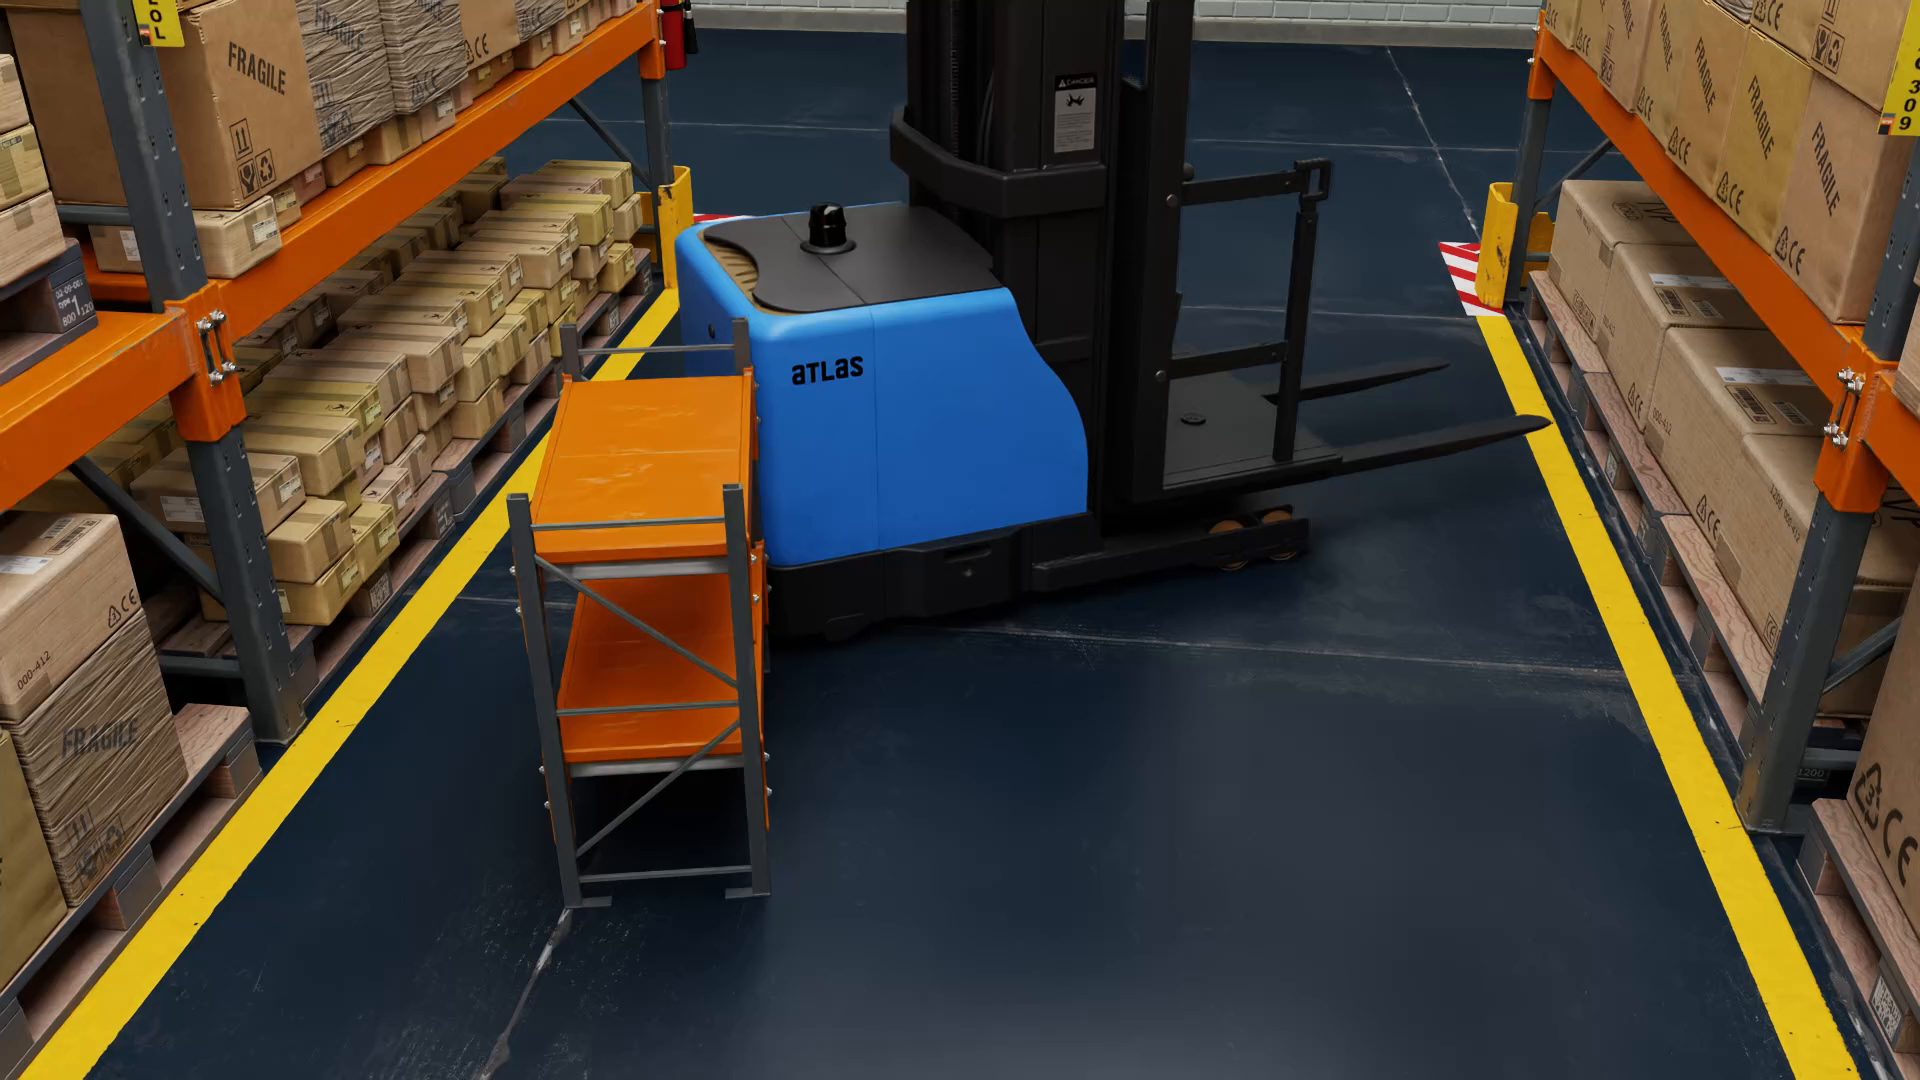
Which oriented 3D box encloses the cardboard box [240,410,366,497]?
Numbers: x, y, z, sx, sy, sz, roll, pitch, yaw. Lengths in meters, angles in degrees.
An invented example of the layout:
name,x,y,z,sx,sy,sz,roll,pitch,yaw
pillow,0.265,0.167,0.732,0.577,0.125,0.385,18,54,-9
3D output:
name,x,y,z,sx,sy,sz,roll,pitch,yaw
cardboard box,-2.035,-0.263,5.012,0.380,0.149,0.250,5,29,9

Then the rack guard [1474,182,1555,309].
name,x,y,z,sx,sy,sz,roll,pitch,yaw
rack guard,3.043,-1.349,7.727,1.175,0.500,0.348,3,28,6

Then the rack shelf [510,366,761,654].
name,x,y,z,sx,sy,sz,roll,pitch,yaw
rack shelf,-0.770,-0.107,4.146,0.538,0.278,1.000,-3,28,-5

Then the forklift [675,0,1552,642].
name,x,y,z,sx,sy,sz,roll,pitch,yaw
forklift,0.635,-1.409,5.274,3.031,2.935,1.130,-11,30,-19

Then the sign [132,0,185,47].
name,x,y,z,sx,sy,sz,roll,pitch,yaw
sign,-1.824,-1.275,3.732,0.100,0.325,0.005,3,28,6

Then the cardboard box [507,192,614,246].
name,x,y,z,sx,sy,sz,roll,pitch,yaw
cardboard box,-1.692,-1.362,7.051,0.380,0.149,0.250,3,28,5

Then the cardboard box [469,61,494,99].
name,x,y,z,sx,sy,sz,roll,pitch,yaw
cardboard box,-1.906,-1.671,5.953,0.380,0.149,0.250,4,29,7

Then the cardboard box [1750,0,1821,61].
name,x,y,z,sx,sy,sz,roll,pitch,yaw
cardboard box,2.404,-1.516,4.242,0.500,0.500,0.500,3,28,5

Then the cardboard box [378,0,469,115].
name,x,y,z,sx,sy,sz,roll,pitch,yaw
cardboard box,-1.913,-1.657,5.244,0.500,0.500,0.500,3,28,5

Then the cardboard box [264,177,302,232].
name,x,y,z,sx,sy,sz,roll,pitch,yaw
cardboard box,-2.058,-0.925,4.569,0.380,0.149,0.250,4,29,8

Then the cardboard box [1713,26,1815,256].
name,x,y,z,sx,sy,sz,roll,pitch,yaw
cardboard box,2.411,-1.075,4.477,0.500,0.500,0.500,3,28,5

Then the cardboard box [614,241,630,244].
name,x,y,z,sx,sy,sz,roll,pitch,yaw
cardboard box,-1.743,-1.348,7.653,0.380,0.149,0.250,4,29,7

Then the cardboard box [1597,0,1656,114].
name,x,y,z,sx,sy,sz,roll,pitch,yaw
cardboard box,2.582,-1.795,5.813,0.500,0.500,0.500,3,28,6

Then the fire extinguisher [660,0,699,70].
name,x,y,z,sx,sy,sz,roll,pitch,yaw
fire extinguisher,-1.396,-2.572,7.836,0.296,0.674,0.183,3,28,6

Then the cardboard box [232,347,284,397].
name,x,y,z,sx,sy,sz,roll,pitch,yaw
cardboard box,-2.465,-0.528,5.502,0.380,0.149,0.250,4,29,8

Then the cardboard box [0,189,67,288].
name,x,y,z,sx,sy,sz,roll,pitch,yaw
cardboard box,-2.227,-0.671,3.655,0.380,0.149,0.250,3,28,5

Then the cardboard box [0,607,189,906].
name,x,y,z,sx,sy,sz,roll,pitch,yaw
cardboard box,-2.216,0.483,3.883,0.500,0.500,0.500,3,28,5

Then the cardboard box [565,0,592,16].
name,x,y,z,sx,sy,sz,roll,pitch,yaw
cardboard box,-1.753,-2.385,6.595,0.500,0.500,0.500,3,28,5

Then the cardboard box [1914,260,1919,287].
name,x,y,z,sx,sy,sz,roll,pitch,yaw
cardboard box,2.216,-0.519,3.181,0.500,0.250,0.500,3,28,5

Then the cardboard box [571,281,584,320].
name,x,y,z,sx,sy,sz,roll,pitch,yaw
cardboard box,-1.809,-0.985,6.979,0.380,0.149,0.250,4,29,7

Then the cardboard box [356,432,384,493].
name,x,y,z,sx,sy,sz,roll,pitch,yaw
cardboard box,-2.077,-0.249,5.300,0.380,0.149,0.250,3,28,6

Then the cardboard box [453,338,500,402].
name,x,y,z,sx,sy,sz,roll,pitch,yaw
cardboard box,-1.890,-0.619,5.987,0.380,0.149,0.250,3,28,6

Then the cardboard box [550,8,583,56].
name,x,y,z,sx,sy,sz,roll,pitch,yaw
cardboard box,-1.736,-2.043,6.644,0.380,0.149,0.250,4,29,8

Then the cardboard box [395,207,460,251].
name,x,y,z,sx,sy,sz,roll,pitch,yaw
cardboard box,-2.307,-1.274,6.887,0.380,0.149,0.250,2,28,4

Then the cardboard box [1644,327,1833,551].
name,x,y,z,sx,sy,sz,roll,pitch,yaw
cardboard box,2.842,-0.323,5.446,0.875,0.438,0.875,3,28,5

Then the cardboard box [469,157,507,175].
name,x,y,z,sx,sy,sz,roll,pitch,yaw
cardboard box,-2.287,-1.643,7.573,0.380,0.149,0.250,2,28,4

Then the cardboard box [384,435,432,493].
name,x,y,z,sx,sy,sz,roll,pitch,yaw
cardboard box,-2.019,-0.246,5.606,0.380,0.149,0.250,3,28,5

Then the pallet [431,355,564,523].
name,x,y,z,sx,sy,sz,roll,pitch,yaw
pallet,-2.181,-0.462,6.385,1.003,0.211,1.213,3,28,6

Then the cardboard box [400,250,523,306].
name,x,y,z,sx,sy,sz,roll,pitch,yaw
cardboard box,-1.907,-0.996,6.373,0.380,0.149,0.250,2,28,4

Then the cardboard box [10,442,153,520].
name,x,y,z,sx,sy,sz,roll,pitch,yaw
cardboard box,-2.590,-0.170,4.838,0.380,0.149,0.250,4,29,8

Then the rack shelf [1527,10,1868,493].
name,x,y,z,sx,sy,sz,roll,pitch,yaw
rack shelf,2.795,-1.180,5.536,1.077,0.370,4.000,3,28,6

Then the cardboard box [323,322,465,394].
name,x,y,z,sx,sy,sz,roll,pitch,yaw
cardboard box,-1.931,-0.625,5.682,0.380,0.149,0.250,4,29,7

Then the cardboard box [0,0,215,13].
name,x,y,z,sx,sy,sz,roll,pitch,yaw
cardboard box,-2.078,-1.609,4.100,0.500,0.500,0.500,4,29,7

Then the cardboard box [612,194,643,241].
name,x,y,z,sx,sy,sz,roll,pitch,yaw
cardboard box,-1.667,-1.474,7.573,0.380,0.149,0.250,3,28,5

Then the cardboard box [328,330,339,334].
name,x,y,z,sx,sy,sz,roll,pitch,yaw
cardboard box,-2.348,-0.760,6.247,0.380,0.149,0.250,5,29,9

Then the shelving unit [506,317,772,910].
name,x,y,z,sx,sy,sz,roll,pitch,yaw
shelving unit,-0.770,0.150,4.285,0.538,1.125,1.048,-3,28,-5

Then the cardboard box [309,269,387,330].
name,x,y,z,sx,sy,sz,roll,pitch,yaw
cardboard box,-2.364,-0.899,6.191,0.380,0.149,0.250,3,29,6

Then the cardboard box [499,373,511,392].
name,x,y,z,sx,sy,sz,roll,pitch,yaw
cardboard box,-1.937,-0.619,6.300,0.380,0.149,0.250,4,29,8

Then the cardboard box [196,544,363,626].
name,x,y,z,sx,sy,sz,roll,pitch,yaw
cardboard box,-2.012,0.122,4.924,0.380,0.149,0.250,2,28,4

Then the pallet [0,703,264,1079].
name,x,y,z,sx,sy,sz,roll,pitch,yaw
pallet,-2.469,0.799,4.045,1.003,0.211,1.213,3,28,6

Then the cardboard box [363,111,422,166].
name,x,y,z,sx,sy,sz,roll,pitch,yaw
cardboard box,-1.942,-1.296,5.258,0.380,0.149,0.250,4,29,7

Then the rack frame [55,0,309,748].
name,x,y,z,sx,sy,sz,roll,pitch,yaw
rack frame,-2.375,-0.795,4.064,1.000,3.000,0.127,3,28,6

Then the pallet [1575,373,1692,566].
name,x,y,z,sx,sy,sz,roll,pitch,yaw
pallet,2.868,-0.257,6.004,1.003,0.211,1.213,3,28,6

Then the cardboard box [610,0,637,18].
name,x,y,z,sx,sy,sz,roll,pitch,yaw
cardboard box,-1.645,-2.398,7.303,0.380,0.149,0.250,3,28,6

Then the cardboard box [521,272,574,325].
name,x,y,z,sx,sy,sz,roll,pitch,yaw
cardboard box,-1.779,-0.985,6.665,0.380,0.149,0.250,4,29,7

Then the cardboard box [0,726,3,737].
name,x,y,z,sx,sy,sz,roll,pitch,yaw
cardboard box,-2.292,0.396,3.254,0.500,0.250,0.500,5,29,9
